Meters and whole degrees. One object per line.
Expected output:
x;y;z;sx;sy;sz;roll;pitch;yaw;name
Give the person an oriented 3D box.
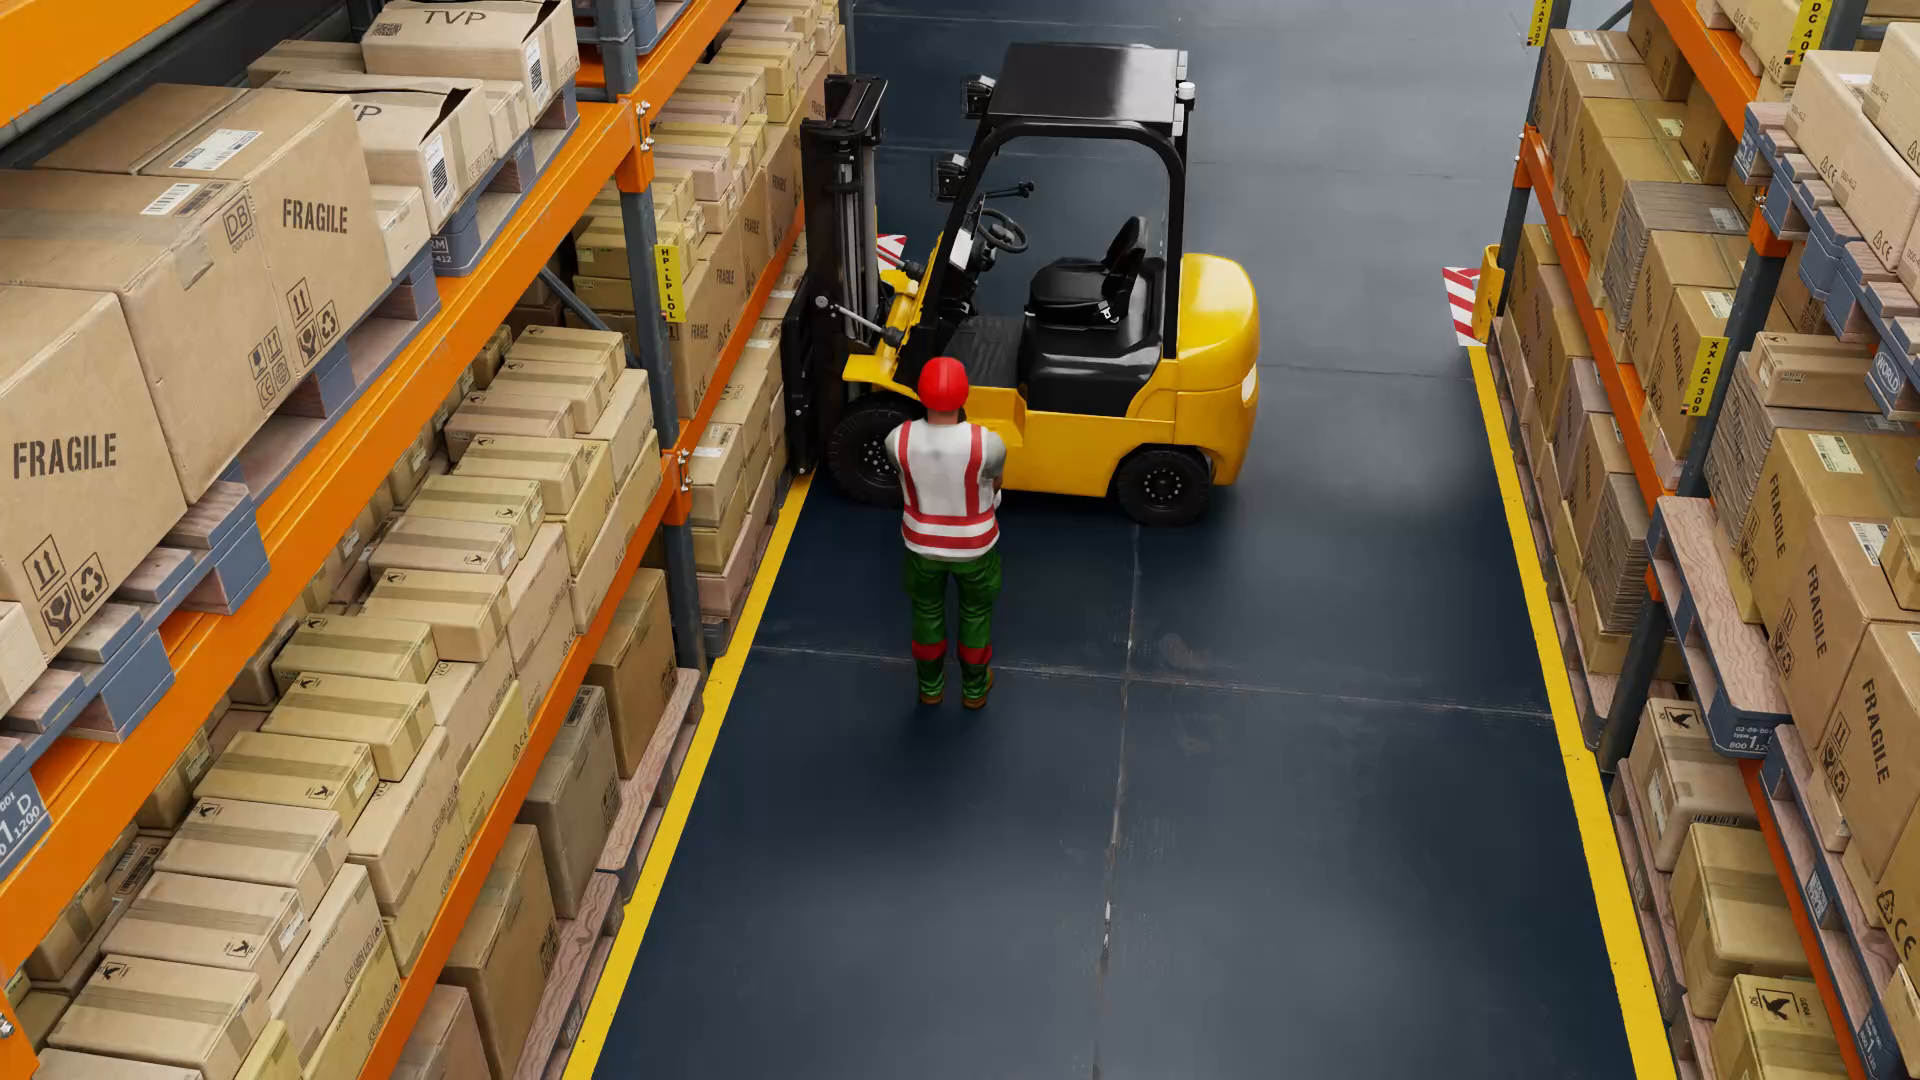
-0.039;-0.061;7.106;0.495;1.785;0.561;5;36;6;person
